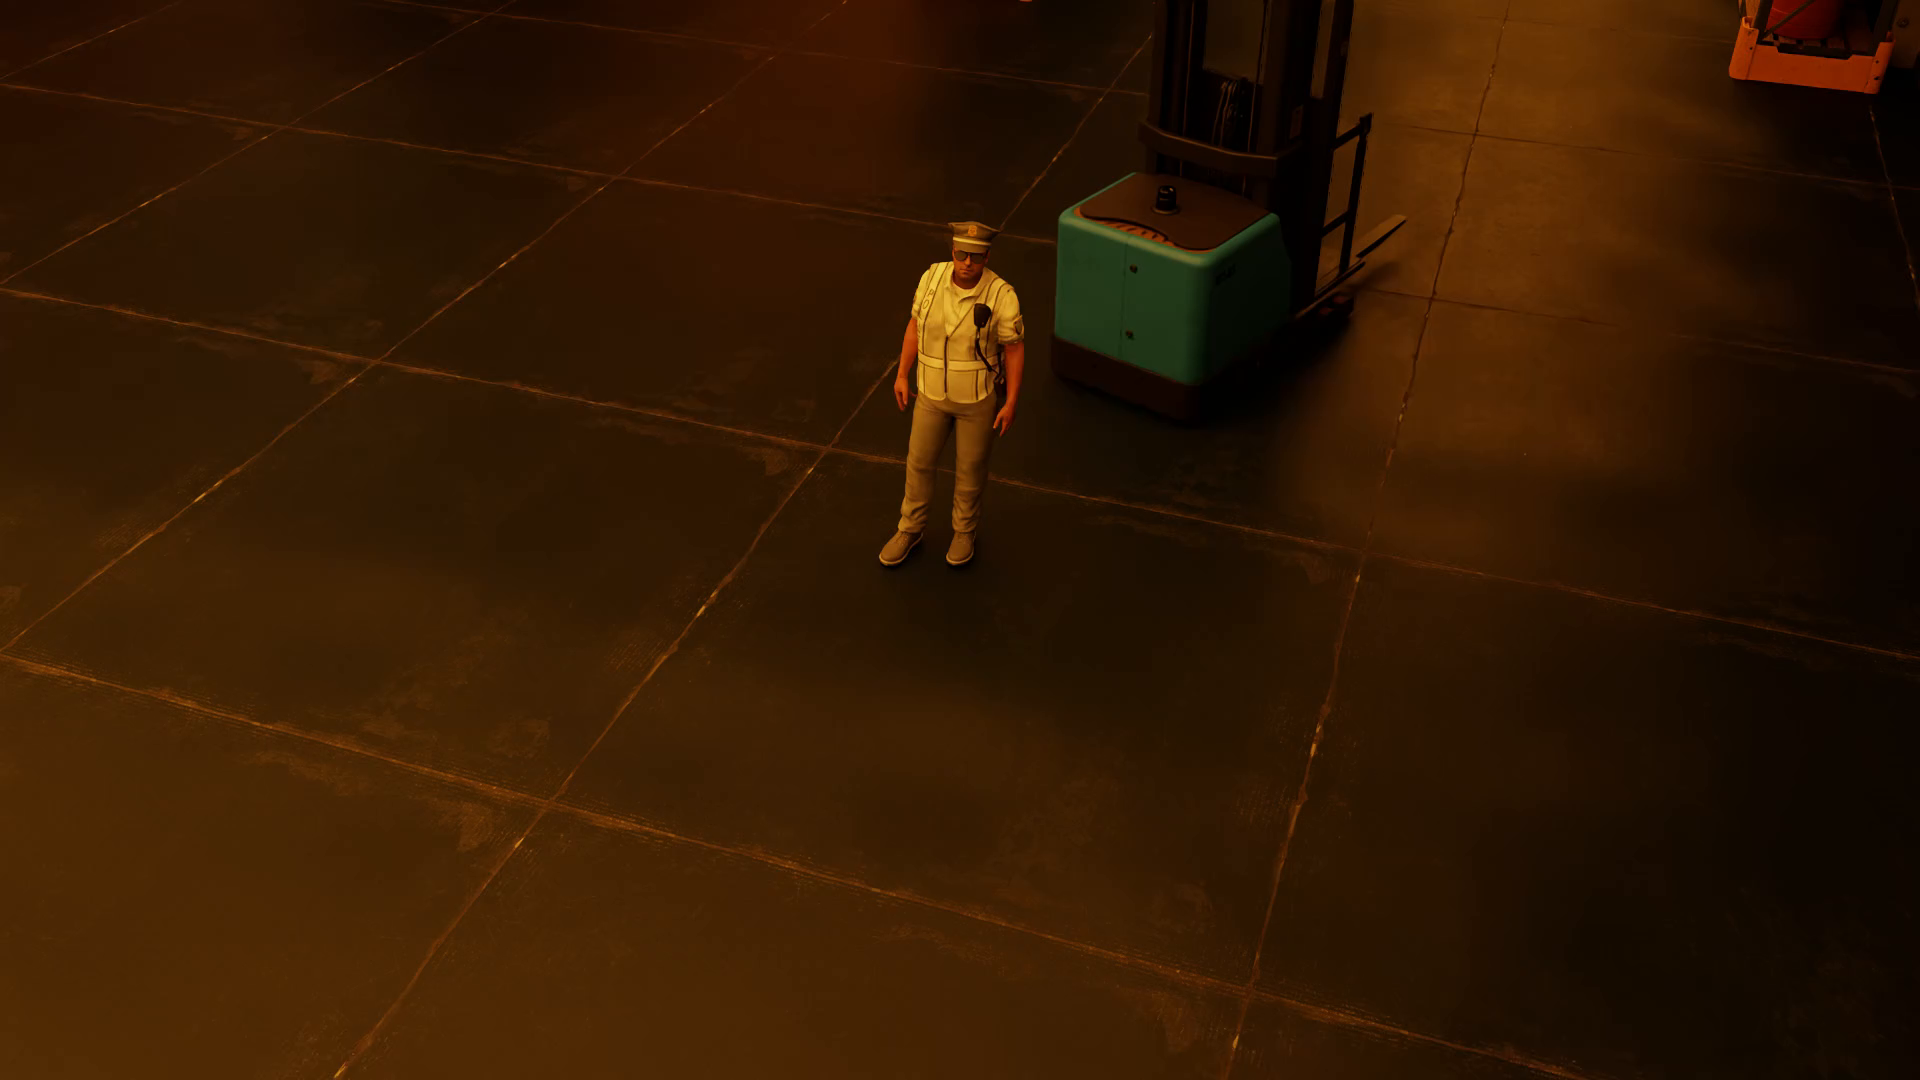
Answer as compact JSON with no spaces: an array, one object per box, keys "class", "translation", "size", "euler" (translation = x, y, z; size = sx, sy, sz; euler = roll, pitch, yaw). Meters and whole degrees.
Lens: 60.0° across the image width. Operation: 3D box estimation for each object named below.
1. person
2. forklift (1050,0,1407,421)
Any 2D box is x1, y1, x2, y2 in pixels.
[{"class":"person","translation":[-0.037,-0.693,8.069],"size":[0.640,1.781,0.575],"euler":[12,37,16]},{"class":"forklift","translation":[1.853,-2.660,9.863],"size":[1.130,2.935,3.031],"euler":[25,42,31]}]
